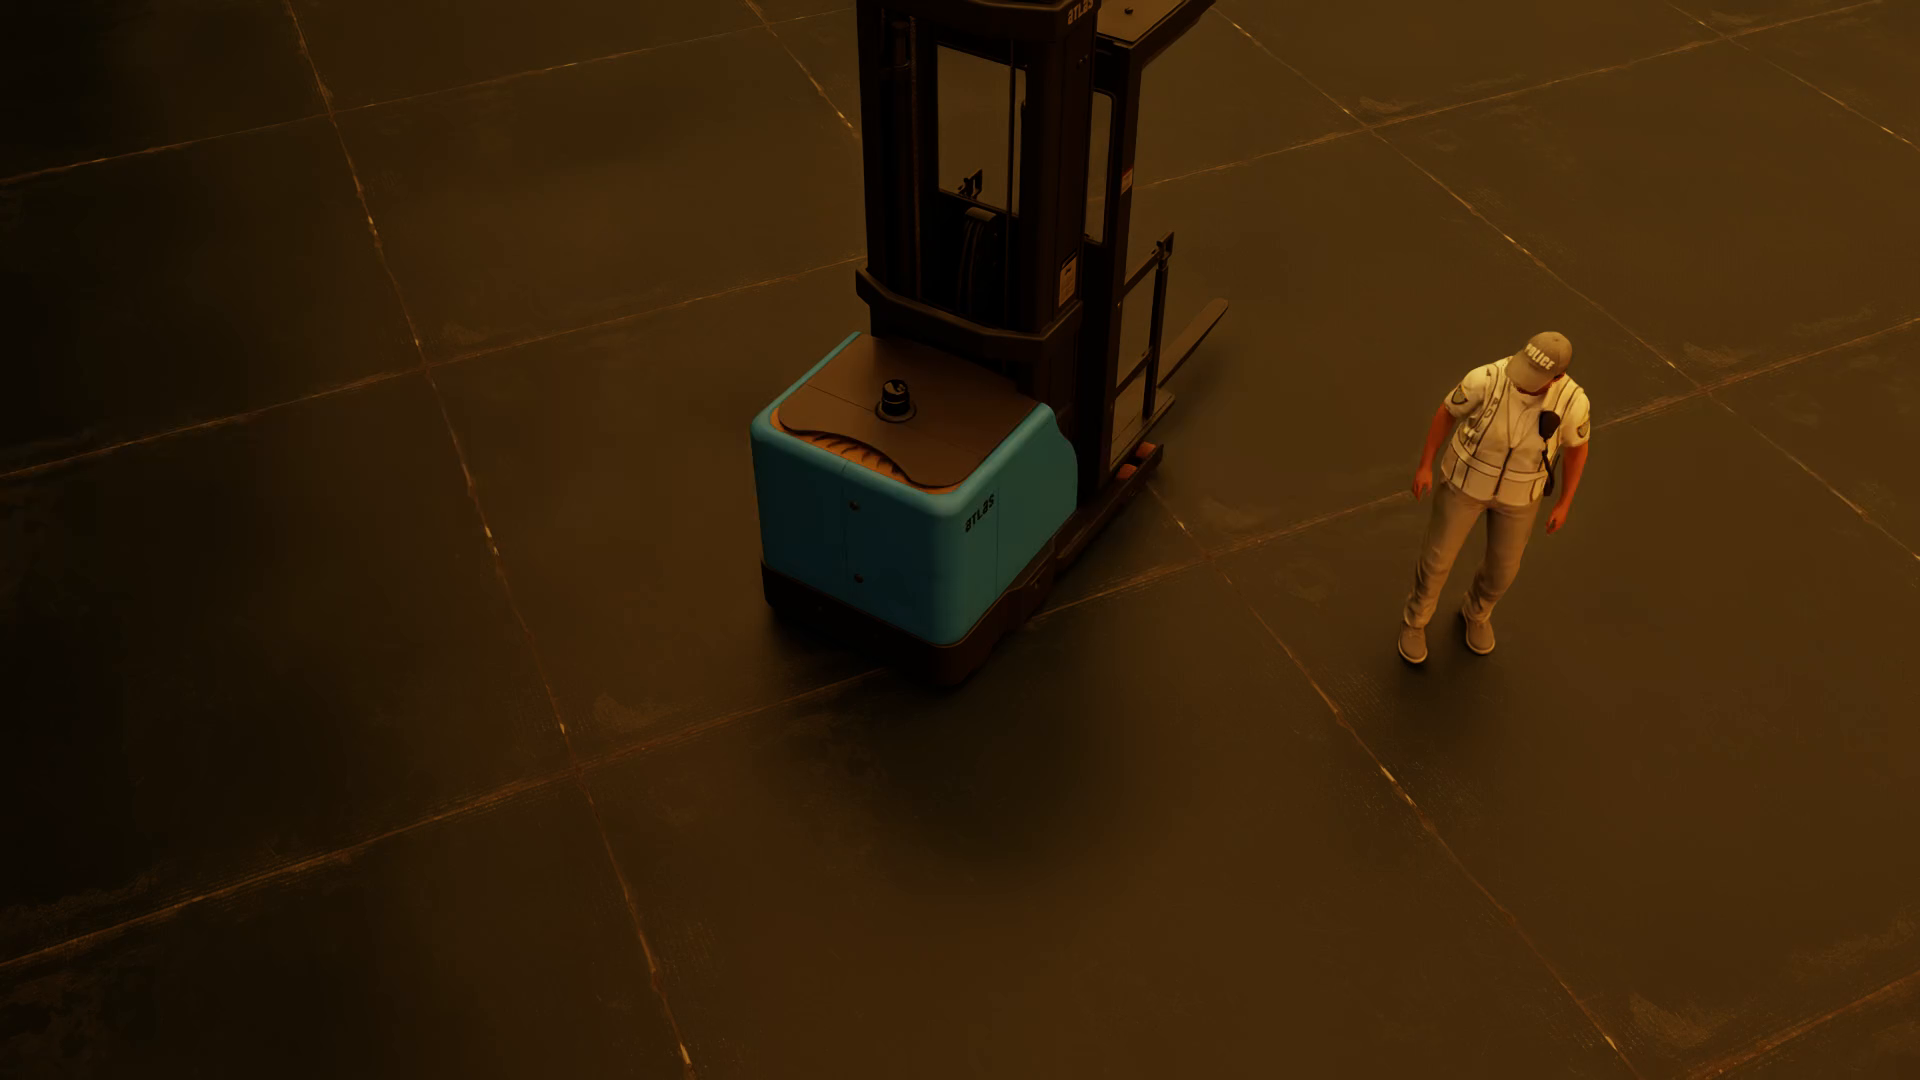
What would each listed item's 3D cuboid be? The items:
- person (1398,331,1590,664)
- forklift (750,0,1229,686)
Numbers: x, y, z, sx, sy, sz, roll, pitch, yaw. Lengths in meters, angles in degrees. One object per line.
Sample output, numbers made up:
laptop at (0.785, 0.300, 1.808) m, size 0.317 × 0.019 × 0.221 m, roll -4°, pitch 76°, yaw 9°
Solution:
person at (2.184, -0.191, 6.821) m, size 0.638 × 1.657 × 0.477 m, roll 10°, pitch 44°, yaw 10°
forklift at (0.339, -1.434, 7.217) m, size 1.130 × 2.935 × 3.031 m, roll 24°, pitch 48°, yaw 23°
